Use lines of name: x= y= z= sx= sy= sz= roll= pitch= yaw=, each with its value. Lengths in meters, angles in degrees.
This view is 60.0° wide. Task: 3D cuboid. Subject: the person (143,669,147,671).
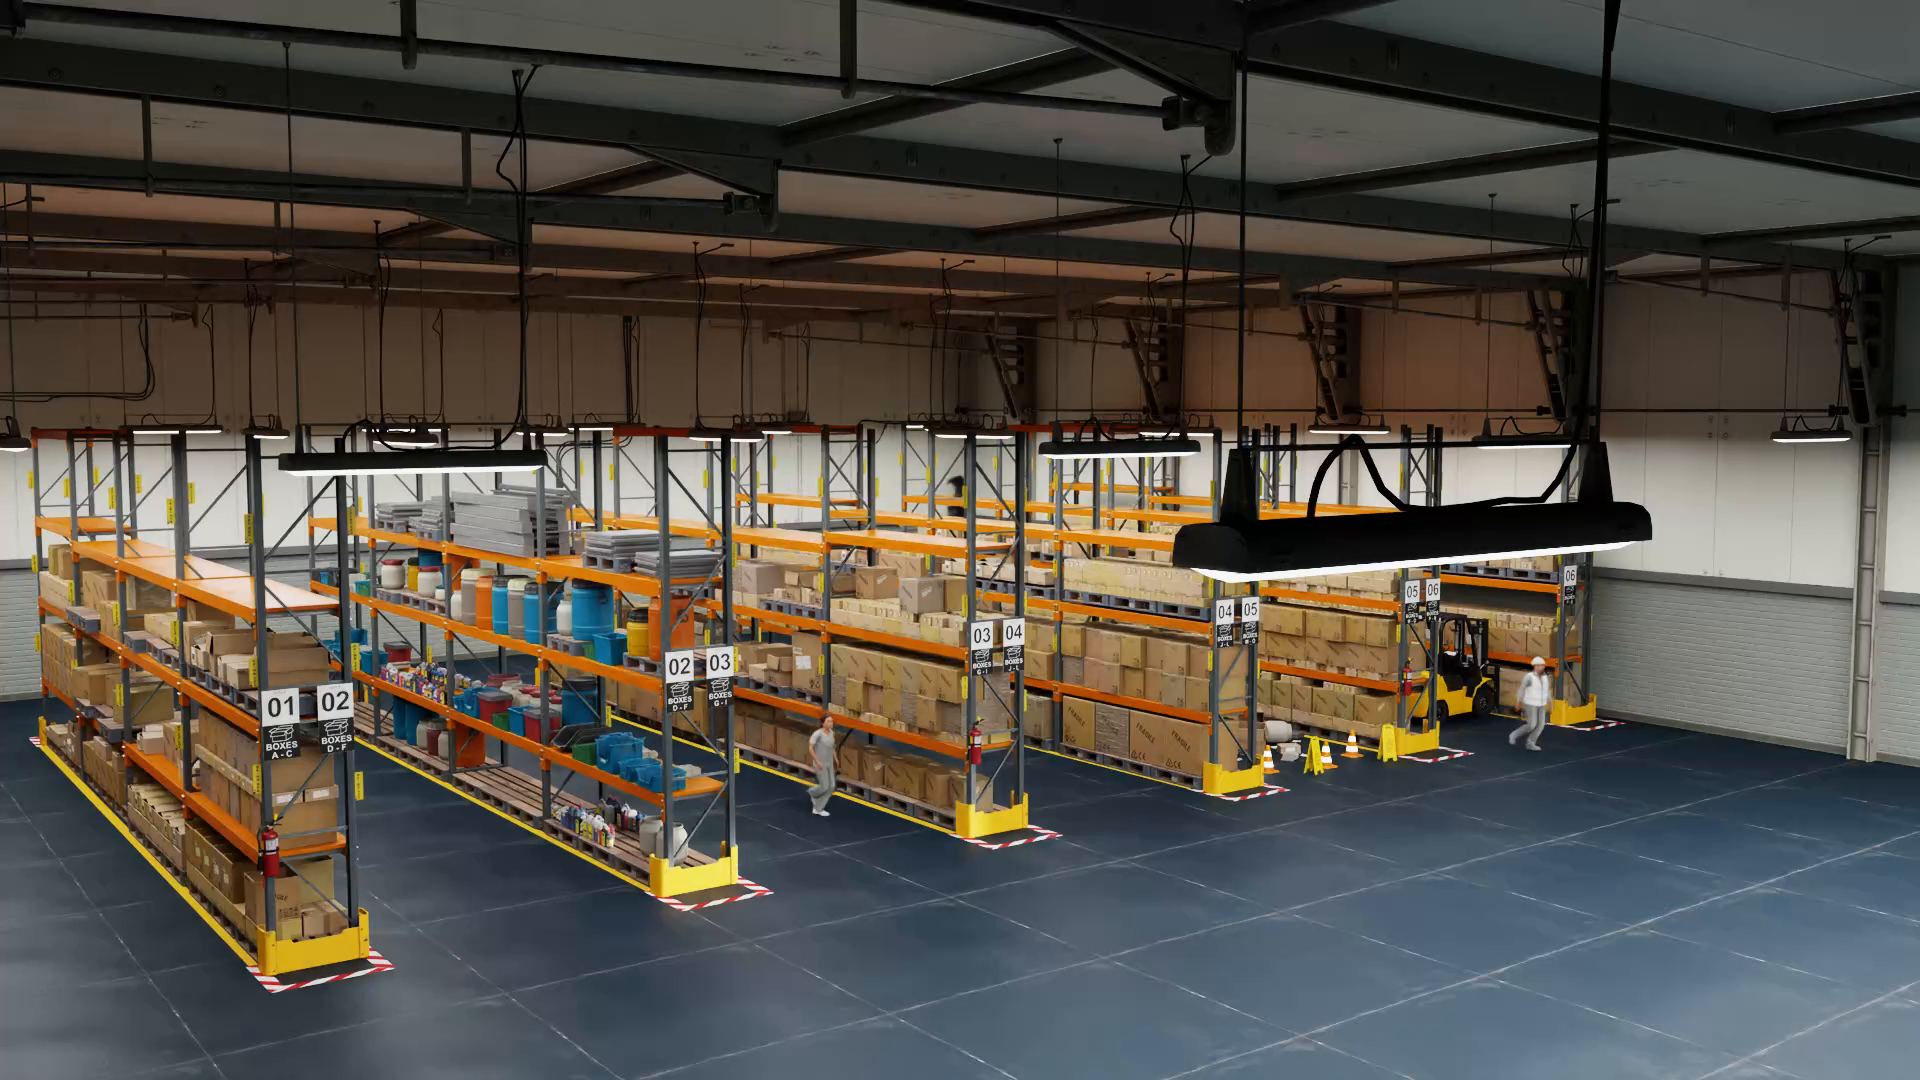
person: x=-15.932 y=2.866 z=32.938 sx=0.855 sy=1.823 sz=0.656 roll=3 pitch=5 yaw=33

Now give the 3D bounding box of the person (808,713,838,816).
person: x=-2.180 y=3.495 z=25.997 sx=0.561 sy=1.609 sz=0.557 roll=-4 pitch=6 yaw=-44

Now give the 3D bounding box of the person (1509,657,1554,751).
person: x=10.602 y=3.038 z=30.878 sx=0.761 sy=1.738 sz=0.570 roll=-2 pitch=5 yaw=-27
